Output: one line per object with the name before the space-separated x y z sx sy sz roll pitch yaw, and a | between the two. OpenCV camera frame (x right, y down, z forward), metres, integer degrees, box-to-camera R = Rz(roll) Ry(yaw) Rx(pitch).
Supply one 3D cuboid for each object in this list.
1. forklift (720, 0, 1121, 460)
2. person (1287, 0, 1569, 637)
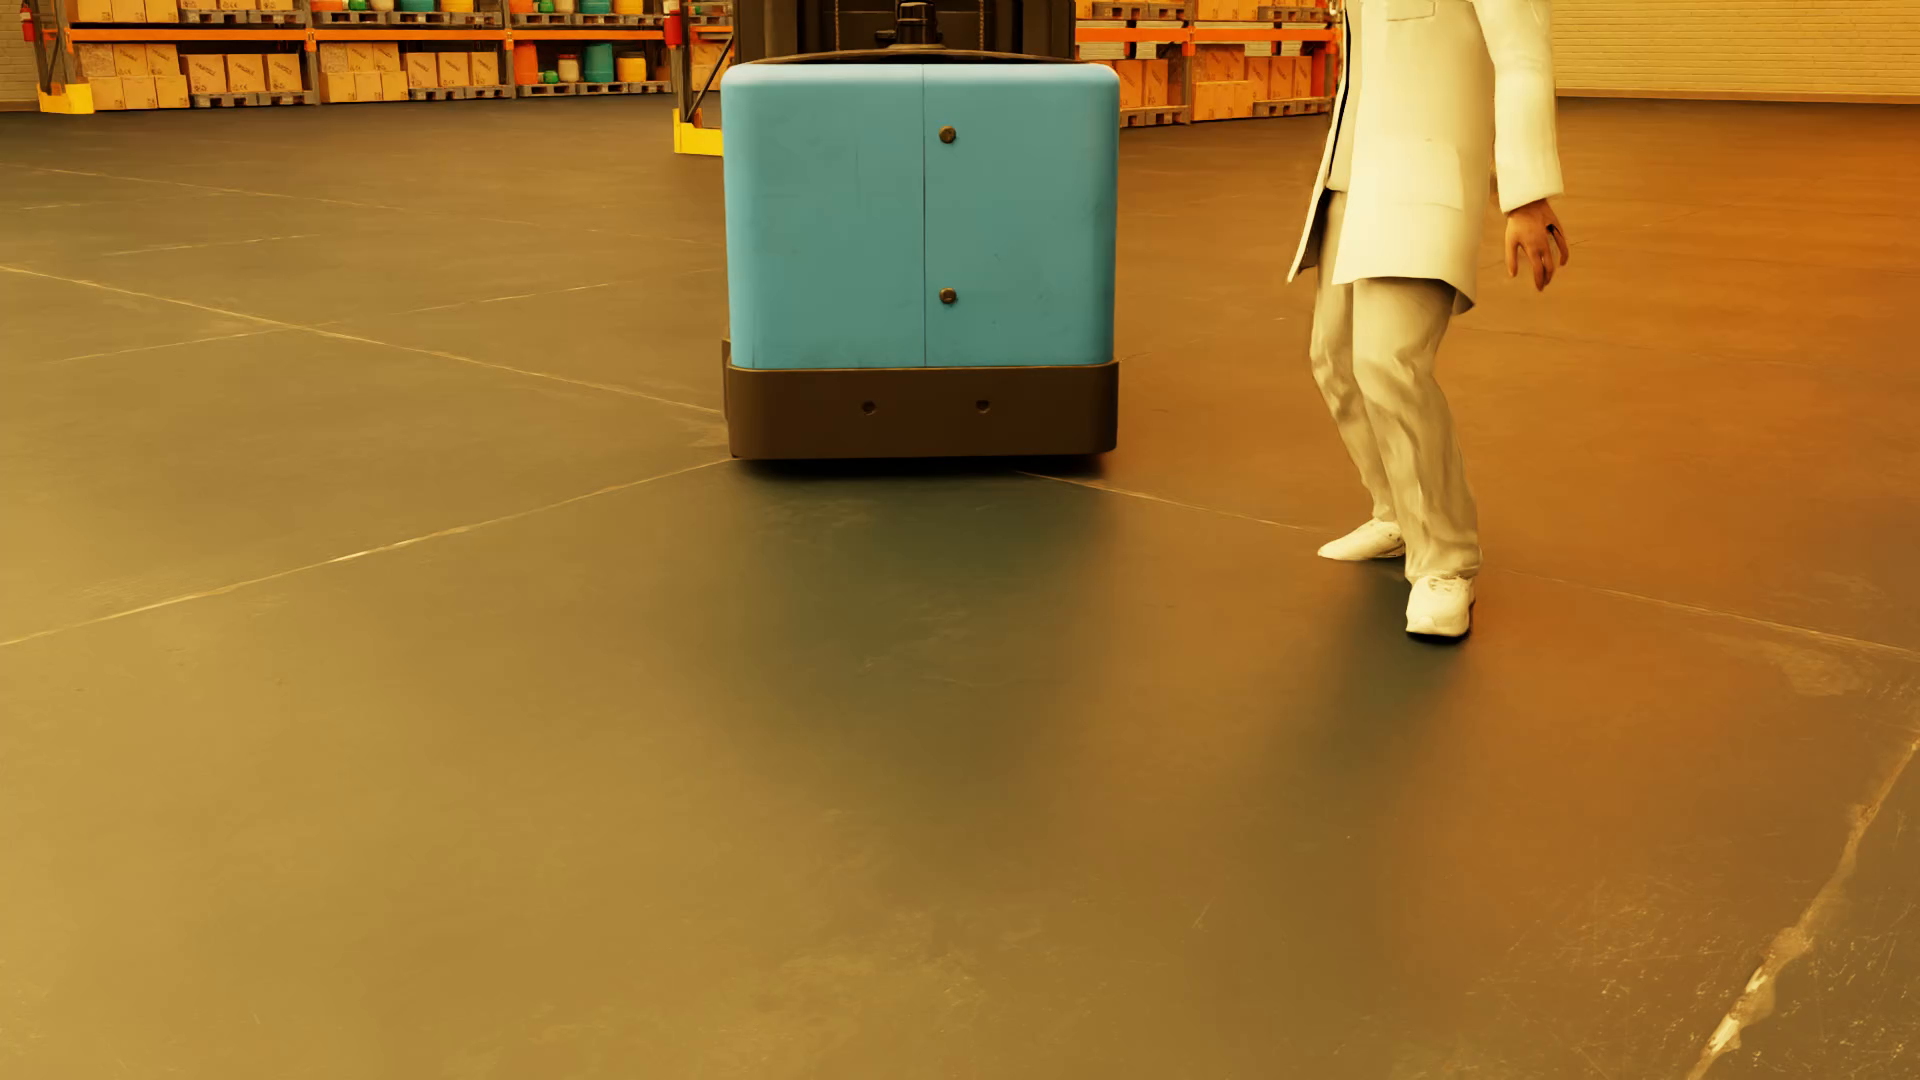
forklift | -0.193 -1.991 5.456 1.130 2.935 3.031 -1 17 -4
person | 0.962 -0.734 3.460 0.509 1.751 0.930 -2 17 -8
